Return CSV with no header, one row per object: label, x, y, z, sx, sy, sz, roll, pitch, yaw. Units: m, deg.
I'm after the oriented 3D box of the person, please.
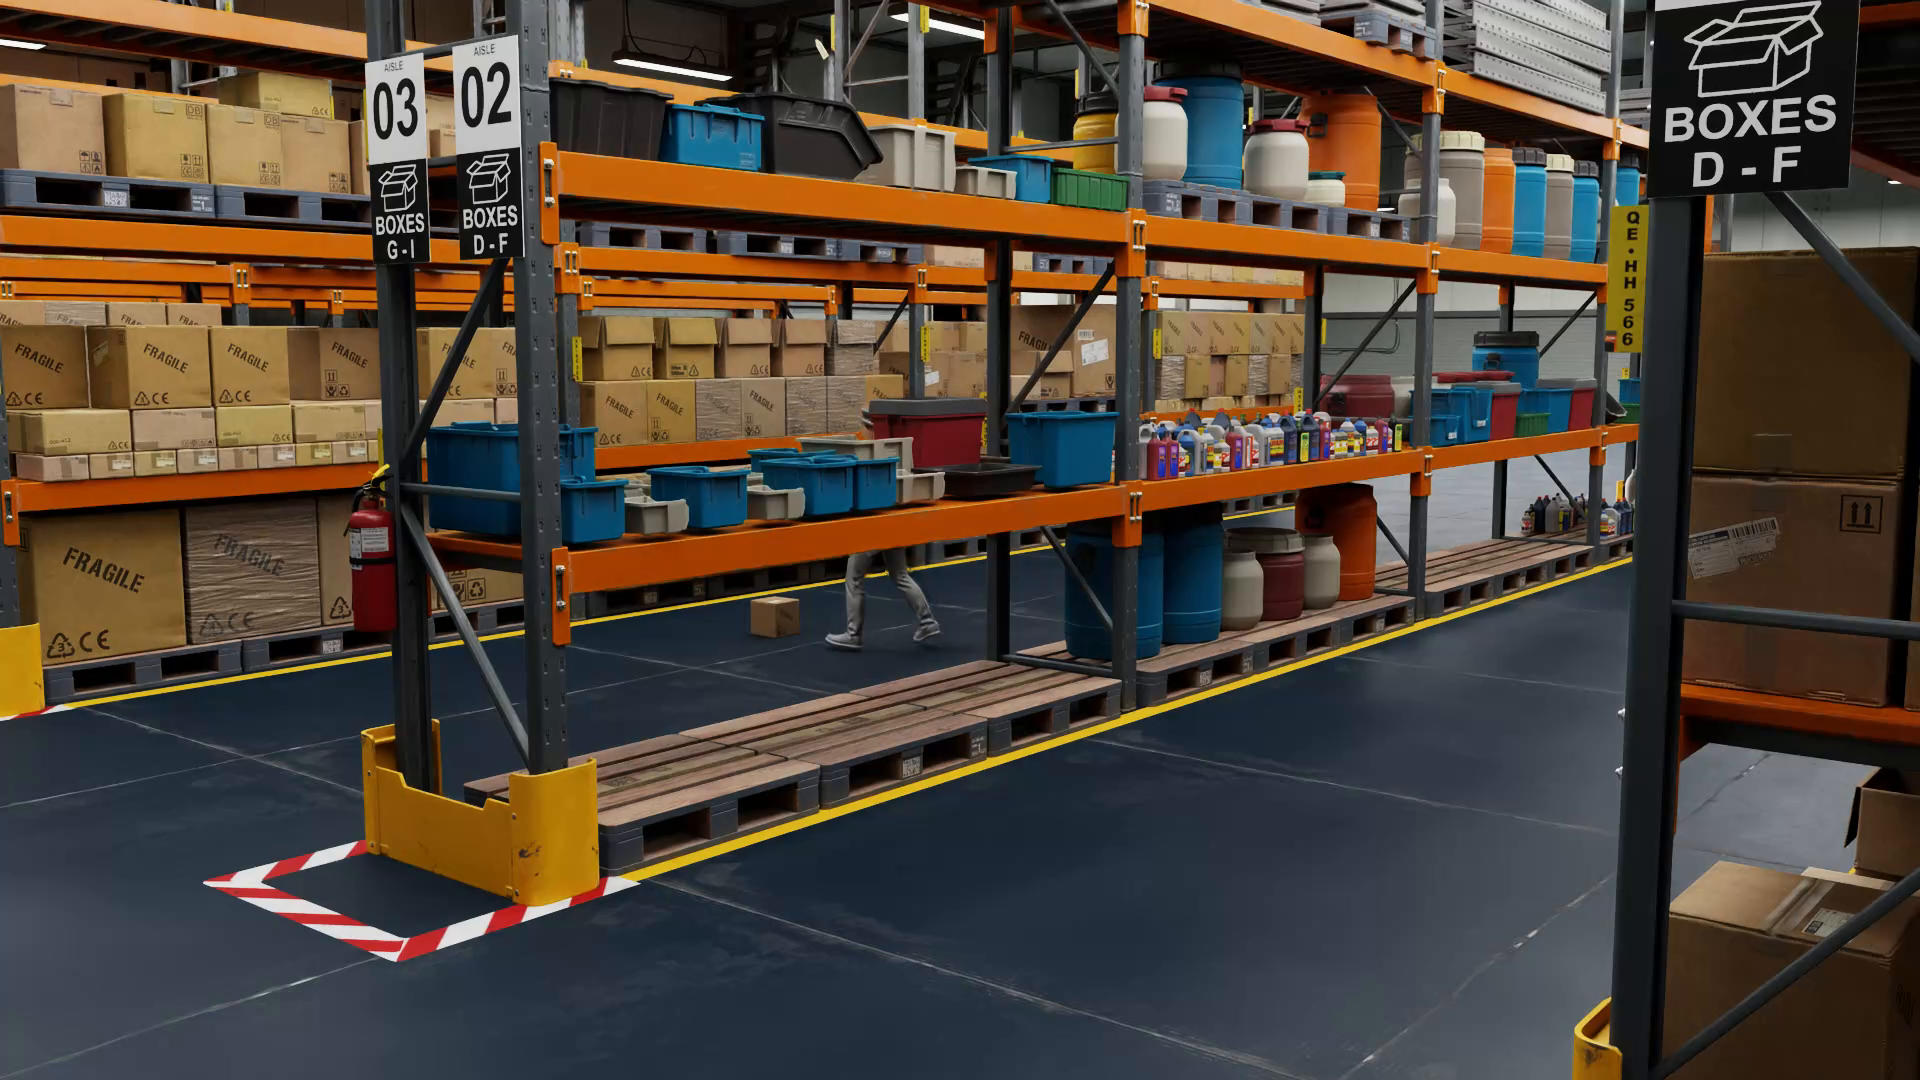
person,-0.523,-0.086,11.383,0.762,1.665,0.502,4,8,31
